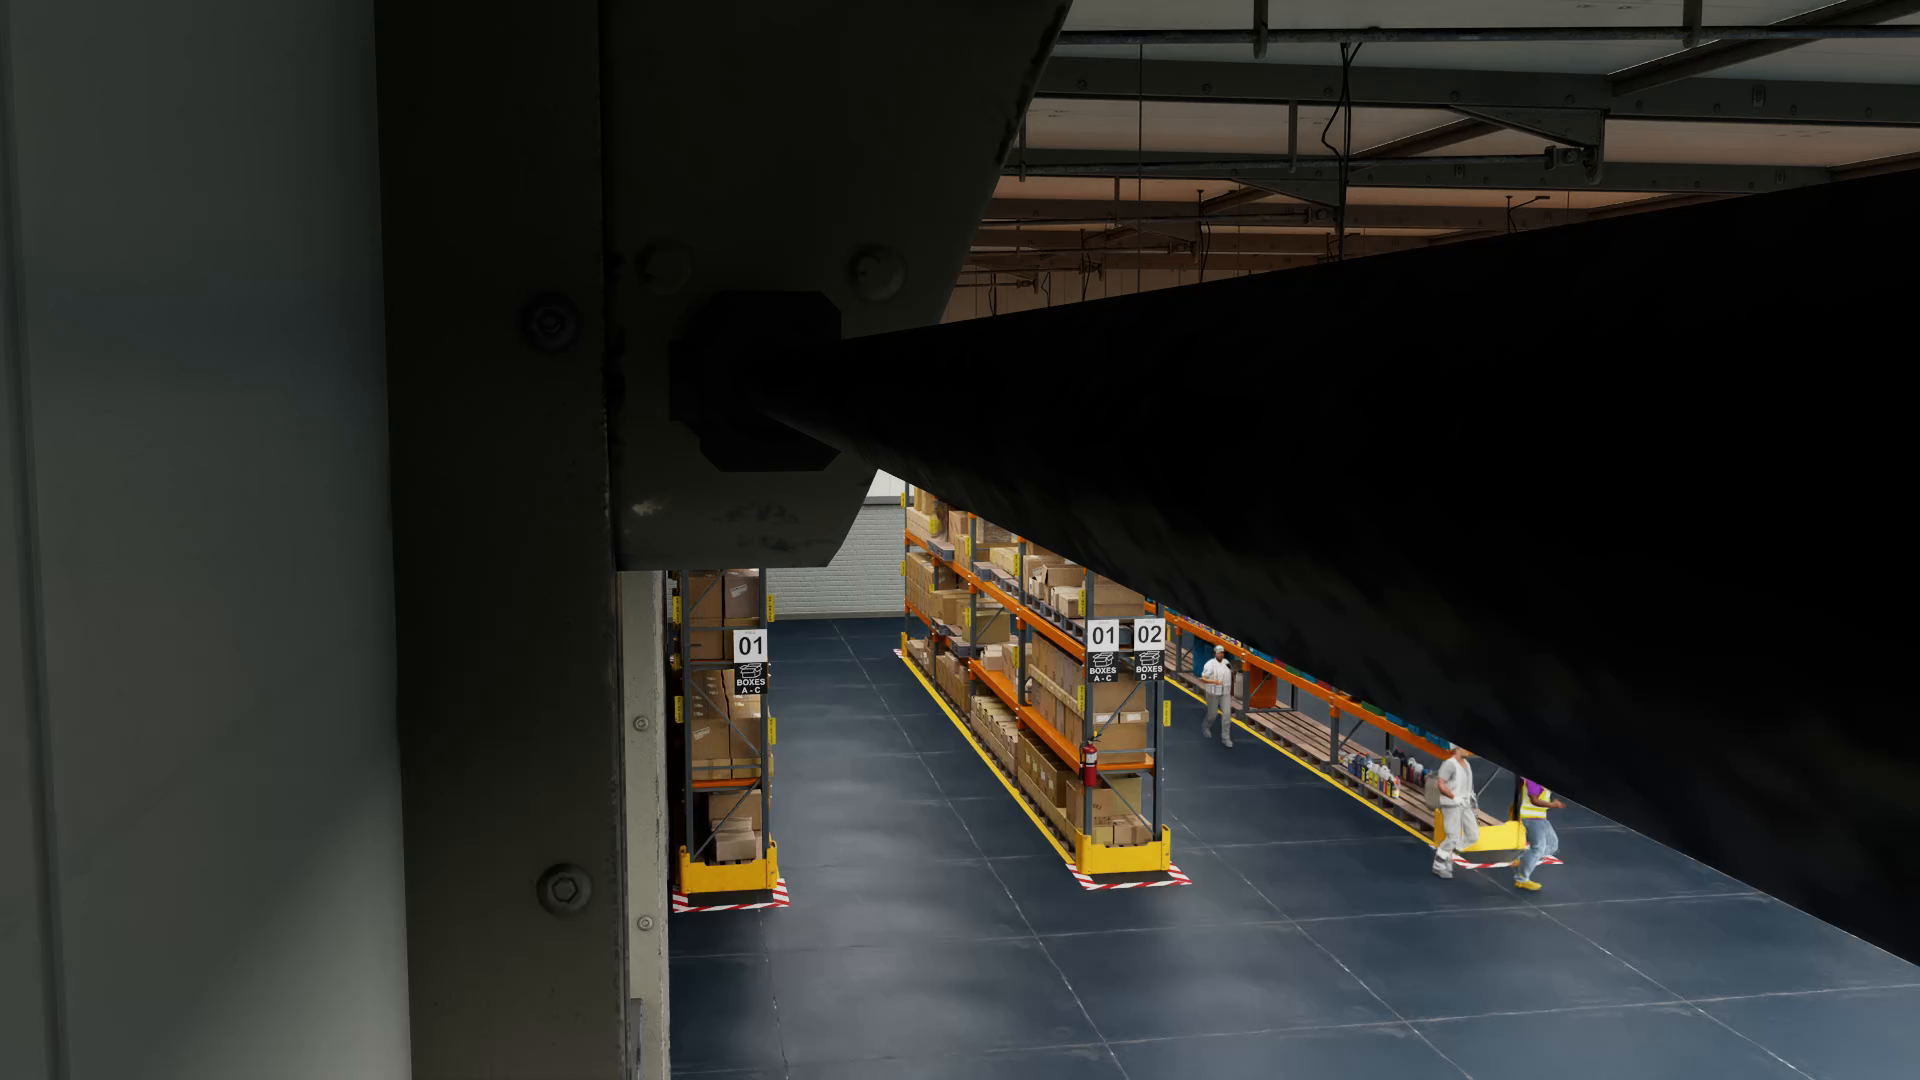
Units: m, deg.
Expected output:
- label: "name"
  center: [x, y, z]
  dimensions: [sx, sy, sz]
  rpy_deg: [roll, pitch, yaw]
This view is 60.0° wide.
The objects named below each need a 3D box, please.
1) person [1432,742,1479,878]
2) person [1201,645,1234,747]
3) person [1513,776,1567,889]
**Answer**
- label: "person"
  center: [6.227, 3.318, 20.686]
  dimensions: [0.733, 1.738, 0.512]
  rpy_deg: [-5, 8, -41]
- label: "person"
  center: [4.343, 2.585, 27.945]
  dimensions: [0.612, 1.653, 0.894]
  rpy_deg: [-2, 6, -15]
- label: "person"
  center: [7.084, 3.372, 20.293]
  dimensions: [0.593, 1.708, 0.742]
  rpy_deg: [2, 6, 21]
